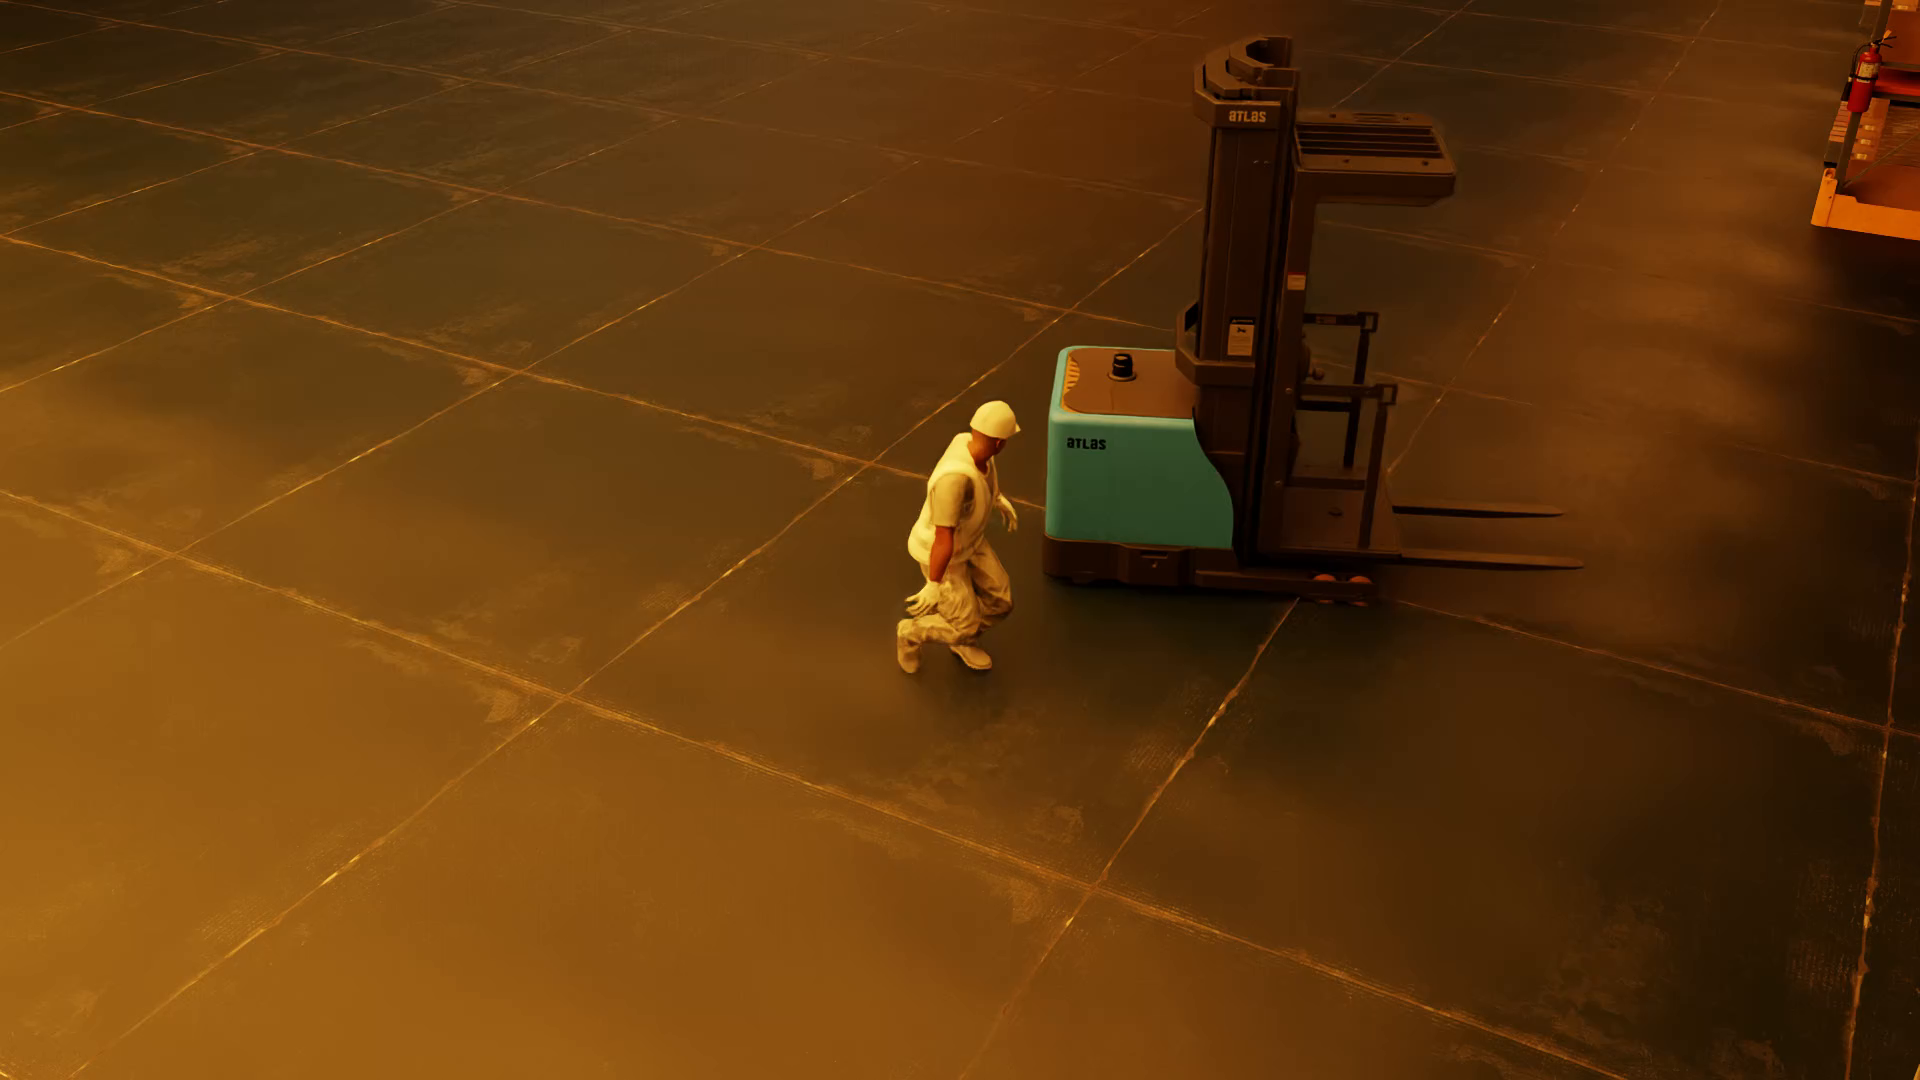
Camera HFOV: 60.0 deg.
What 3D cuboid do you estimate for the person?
[{"bbox_3d":[-0.049,0.025,8.417,0.586,1.593,0.959,15,33,24],"label":"person"}]

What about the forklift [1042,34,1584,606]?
[{"bbox_3d":[2.026,-1.179,9.113,3.031,2.935,1.130,3,30,6],"label":"forklift"}]
